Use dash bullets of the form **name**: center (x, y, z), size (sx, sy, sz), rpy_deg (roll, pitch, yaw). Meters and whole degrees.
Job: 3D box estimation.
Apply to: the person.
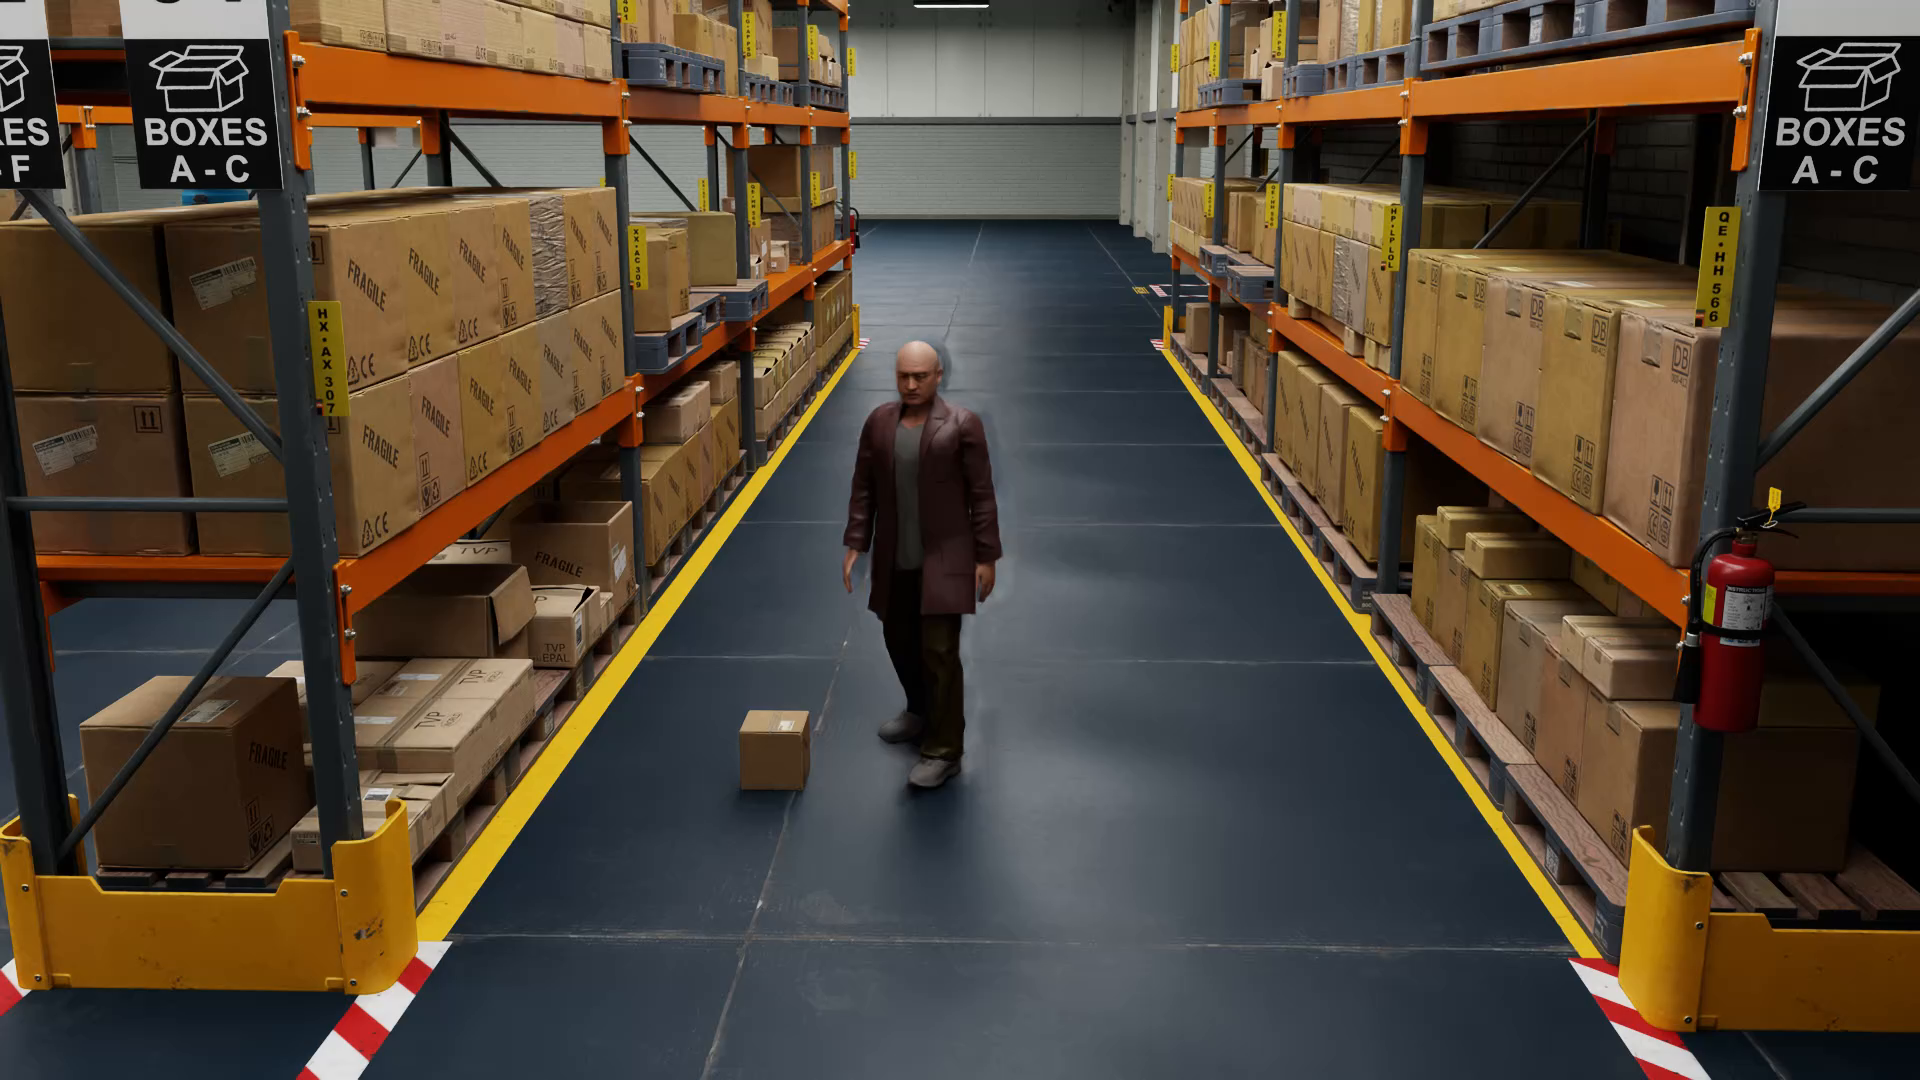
- **person**: center (-0.151, 0.064, 6.790), size (0.670, 1.767, 0.814), rpy_deg (6, 15, 23)
